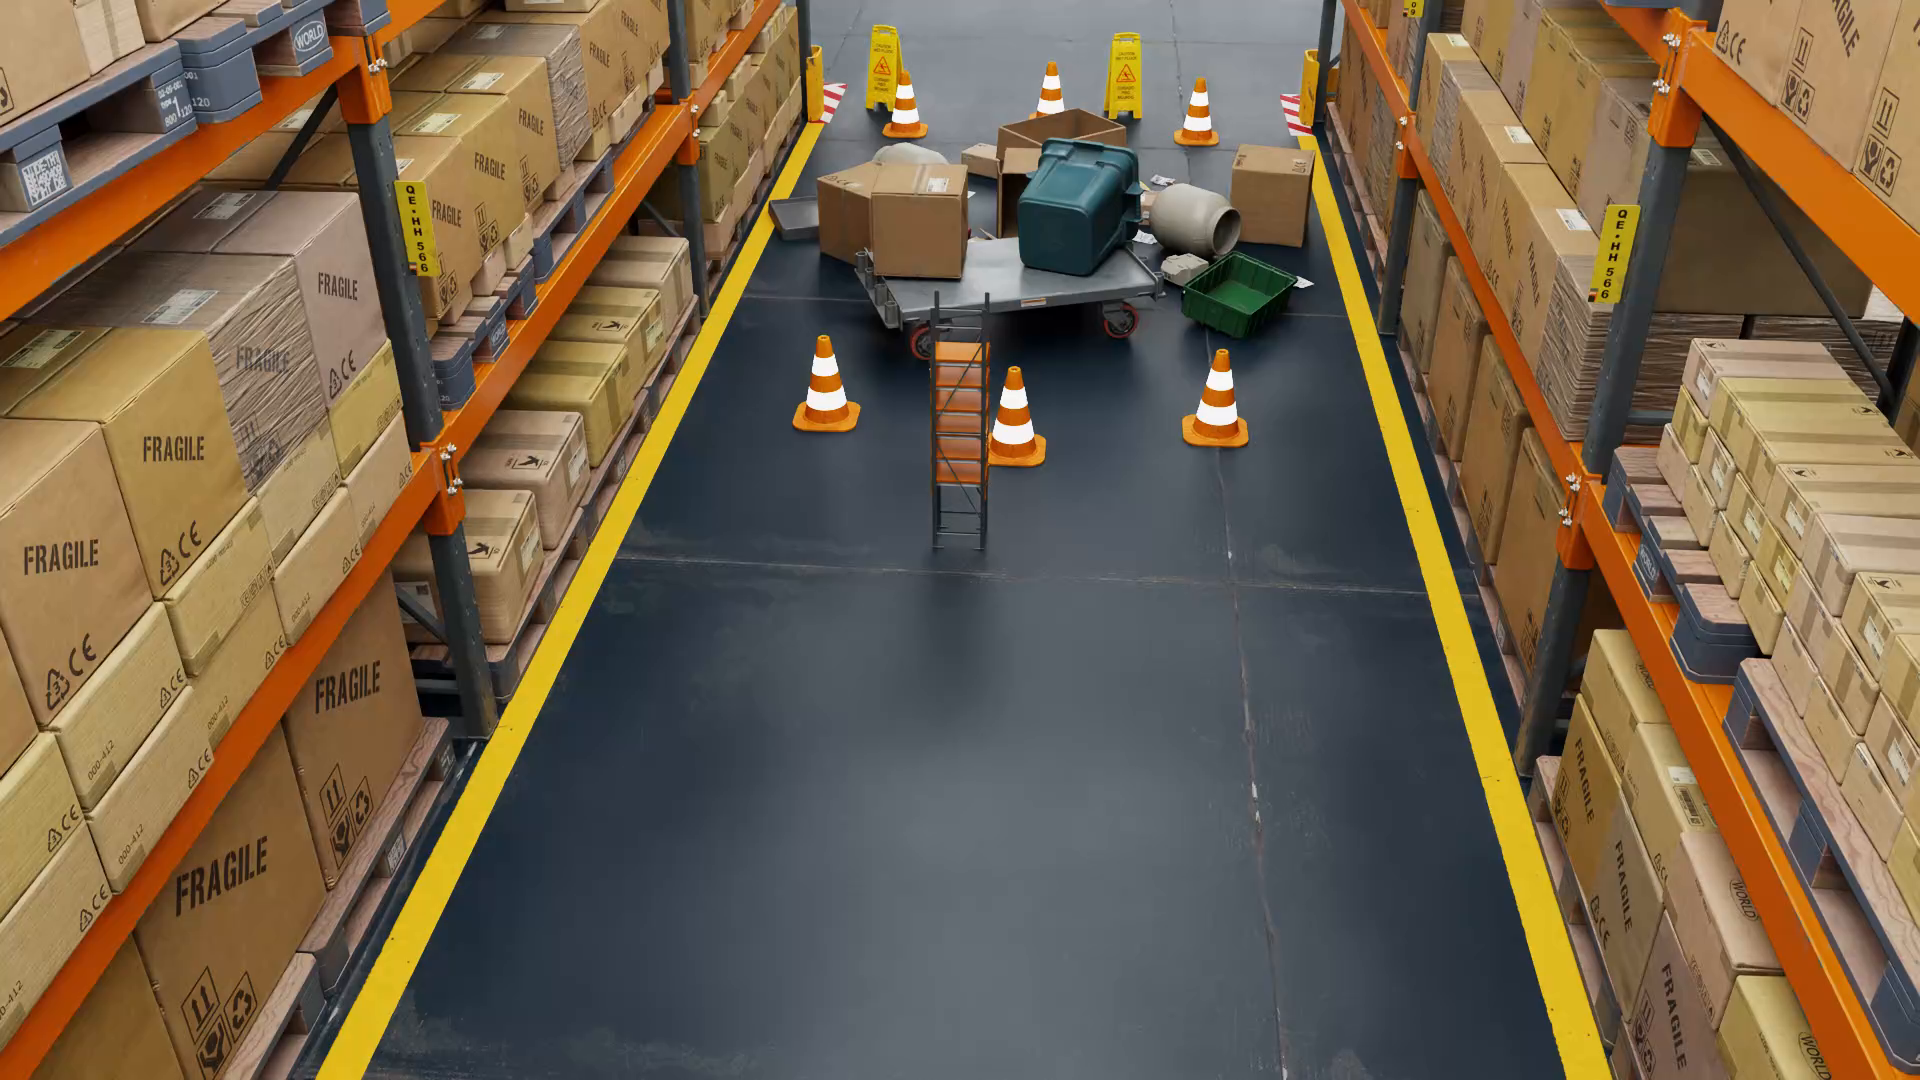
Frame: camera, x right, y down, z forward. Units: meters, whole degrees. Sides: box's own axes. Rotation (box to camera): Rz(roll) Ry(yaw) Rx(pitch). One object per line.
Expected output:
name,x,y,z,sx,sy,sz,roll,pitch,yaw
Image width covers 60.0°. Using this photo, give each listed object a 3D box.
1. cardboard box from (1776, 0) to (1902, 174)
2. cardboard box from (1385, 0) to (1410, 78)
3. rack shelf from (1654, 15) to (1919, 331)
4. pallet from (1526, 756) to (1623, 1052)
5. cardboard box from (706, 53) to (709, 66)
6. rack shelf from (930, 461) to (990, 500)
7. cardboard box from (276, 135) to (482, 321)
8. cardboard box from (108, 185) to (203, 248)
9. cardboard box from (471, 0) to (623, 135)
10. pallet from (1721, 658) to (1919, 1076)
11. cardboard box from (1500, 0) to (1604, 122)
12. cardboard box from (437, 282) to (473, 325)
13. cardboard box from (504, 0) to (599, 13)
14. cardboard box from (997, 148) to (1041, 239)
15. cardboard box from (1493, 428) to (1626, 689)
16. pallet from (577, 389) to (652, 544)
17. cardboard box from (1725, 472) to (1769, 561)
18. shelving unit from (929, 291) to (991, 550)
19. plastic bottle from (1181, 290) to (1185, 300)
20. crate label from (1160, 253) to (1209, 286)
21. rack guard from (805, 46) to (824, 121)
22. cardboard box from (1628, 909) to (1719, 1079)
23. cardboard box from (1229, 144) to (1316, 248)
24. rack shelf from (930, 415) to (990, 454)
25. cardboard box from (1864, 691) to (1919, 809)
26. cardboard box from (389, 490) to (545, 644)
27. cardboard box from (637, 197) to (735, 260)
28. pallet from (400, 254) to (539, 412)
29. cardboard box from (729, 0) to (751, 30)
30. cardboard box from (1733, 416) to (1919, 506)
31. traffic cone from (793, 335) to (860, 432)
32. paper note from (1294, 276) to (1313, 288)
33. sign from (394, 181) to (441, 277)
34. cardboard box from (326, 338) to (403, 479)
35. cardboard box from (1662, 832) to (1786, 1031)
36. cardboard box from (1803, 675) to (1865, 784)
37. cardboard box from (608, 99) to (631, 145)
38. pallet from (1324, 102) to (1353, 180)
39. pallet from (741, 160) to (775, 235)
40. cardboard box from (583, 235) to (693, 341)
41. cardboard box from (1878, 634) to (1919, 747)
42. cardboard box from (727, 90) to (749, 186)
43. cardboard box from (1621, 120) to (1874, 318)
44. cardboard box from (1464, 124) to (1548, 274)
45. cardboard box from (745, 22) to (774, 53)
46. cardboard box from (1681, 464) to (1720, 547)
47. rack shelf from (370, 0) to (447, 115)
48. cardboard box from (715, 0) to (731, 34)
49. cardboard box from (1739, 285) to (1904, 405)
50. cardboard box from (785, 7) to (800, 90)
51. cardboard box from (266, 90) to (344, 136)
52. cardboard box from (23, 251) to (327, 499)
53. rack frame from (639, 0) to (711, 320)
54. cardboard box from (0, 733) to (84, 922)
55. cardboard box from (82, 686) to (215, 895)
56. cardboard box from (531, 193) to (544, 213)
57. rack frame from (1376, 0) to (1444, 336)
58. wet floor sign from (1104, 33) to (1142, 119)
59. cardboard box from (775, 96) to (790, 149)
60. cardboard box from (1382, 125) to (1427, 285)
cardboard box,2.271,-1.156,3.813,0.500,0.500,0.500,2,32,4
cardboard box,2.983,-3.023,9.653,0.875,0.550,0.550,2,32,4
rack shelf,2.454,-0.311,3.221,1.077,0.370,4.000,2,32,4
pallet,2.552,1.210,5.585,1.003,0.211,1.213,2,32,4
cardboard box,-1.685,-2.814,9.697,0.380,0.149,0.250,3,32,5
rack shelf,0.001,-0.276,7.597,0.258,0.103,0.180,2,32,4
cardboard box,-2.058,-1.118,5.925,0.500,0.500,0.500,2,32,3
cardboard box,-2.609,-0.765,5.084,0.500,0.500,0.500,1,32,2
cardboard box,-1.896,-2.203,7.687,0.500,0.500,0.500,4,32,6
pallet,2.496,0.733,3.884,1.003,0.211,1.213,2,32,4
cardboard box,2.826,-2.152,7.335,0.700,0.500,0.500,3,32,4
cardboard box,-2.057,-0.924,6.230,0.380,0.149,0.250,1,32,1
cardboard box,-1.854,-2.504,7.556,0.380,0.149,0.250,1,32,2
cardboard box,0.639,-2.206,10.721,0.797,0.637,0.503,2,32,4
cardboard box,2.756,0.079,6.507,1.050,0.750,0.750,2,32,3
pallet,-2.158,-0.402,8.201,1.003,0.211,1.213,2,32,4
cardboard box,2.339,-0.058,4.541,0.380,0.149,0.250,2,32,2
shelving unit,0.001,-0.518,7.447,0.258,1.200,0.189,2,32,4
plastic bottle,1.461,-1.435,10.021,0.133,0.061,0.283,-14,34,-21
crate label,1.400,-1.677,10.340,0.298,0.136,0.250,-20,37,-29
rack guard,-1.680,-3.624,13.153,1.175,0.500,0.348,2,32,4
cardboard box,2.230,1.390,4.617,0.500,0.500,0.500,2,32,3
cardboard box,2.046,-2.270,10.954,0.500,0.500,0.500,8,32,12
rack shelf,0.001,-0.481,7.471,0.258,0.103,0.180,2,32,4
cardboard box,2.256,0.475,3.676,0.380,0.149,0.250,4,32,6
cardboard box,-2.269,0.101,6.832,0.950,0.372,0.625,0,32,1
cardboard box,-1.682,-1.941,10.261,0.500,0.250,0.500,1,32,2
pallet,-2.373,-0.840,6.436,1.213,0.211,1.003,2,32,4
cardboard box,-1.541,-3.348,10.564,0.380,0.149,0.250,3,32,4
cardboard box,2.342,-0.209,4.502,0.380,0.149,0.250,2,32,4
traffic cone,-0.705,-0.848,8.684,0.336,0.463,0.334,2,32,4
paper note,2.095,-1.604,10.323,0.147,0.020,0.142,-20,37,-29
sign,-1.772,-1.015,5.435,0.100,0.325,0.005,2,32,4
cardboard box,-2.111,-0.429,5.254,0.500,0.250,0.500,2,32,4
cardboard box,2.225,1.054,4.448,0.500,0.250,0.500,3,32,4
cardboard box,2.273,0.461,3.982,0.380,0.149,0.250,3,32,5
cardboard box,-1.808,-2.020,8.008,0.380,0.149,0.250,3,32,4
pallet,3.281,-2.960,12.352,1.003,0.211,1.213,2,32,4
pallet,-1.883,-2.441,11.510,1.003,0.211,1.213,2,32,4
cardboard box,-2.040,-1.422,9.302,0.950,0.372,0.625,3,32,5
cardboard box,2.256,0.340,3.611,0.380,0.149,0.250,2,32,3
cardboard box,-1.651,-2.541,10.519,0.500,0.500,0.500,4,32,6
cardboard box,2.663,-1.088,5.608,0.700,0.500,0.500,2,32,4
cardboard box,2.506,-1.465,7.174,0.500,0.500,0.500,3,32,5
cardboard box,-1.489,-3.437,11.356,0.380,0.149,0.250,4,32,6
cardboard box,2.357,-0.092,4.879,0.380,0.149,0.250,4,32,6
rack shelf,-2.162,-2.561,6.873,1.077,0.370,4.000,2,32,4
cardboard box,-1.668,-3.287,9.845,0.500,0.500,0.500,2,32,4
cardboard box,2.922,-0.651,5.853,0.500,0.500,0.500,3,32,5
cardboard box,-1.479,-3.625,12.279,0.500,0.500,0.500,3,32,4
cardboard box,-2.534,-1.413,6.404,0.500,0.500,0.500,2,32,3
cardboard box,-2.140,-0.462,4.593,0.500,0.500,0.500,3,32,5
rack frame,-2.000,-2.636,9.168,1.000,3.000,0.127,2,32,4
cardboard box,-2.252,0.644,3.513,0.500,0.250,0.500,3,32,5
cardboard box,-2.204,0.593,4.071,0.500,0.250,0.500,2,32,3
cardboard box,-2.020,-1.487,7.143,0.380,0.149,0.250,4,32,6
rack frame,2.942,-2.477,8.911,1.000,3.000,0.127,2,32,4
wet floor sign,1.297,-3.666,13.084,0.267,0.644,0.232,-3,32,-5
cardboard box,-1.522,-3.031,12.030,0.500,0.250,0.500,3,32,4
cardboard box,3.063,-2.077,9.887,0.875,0.875,0.875,3,32,5
